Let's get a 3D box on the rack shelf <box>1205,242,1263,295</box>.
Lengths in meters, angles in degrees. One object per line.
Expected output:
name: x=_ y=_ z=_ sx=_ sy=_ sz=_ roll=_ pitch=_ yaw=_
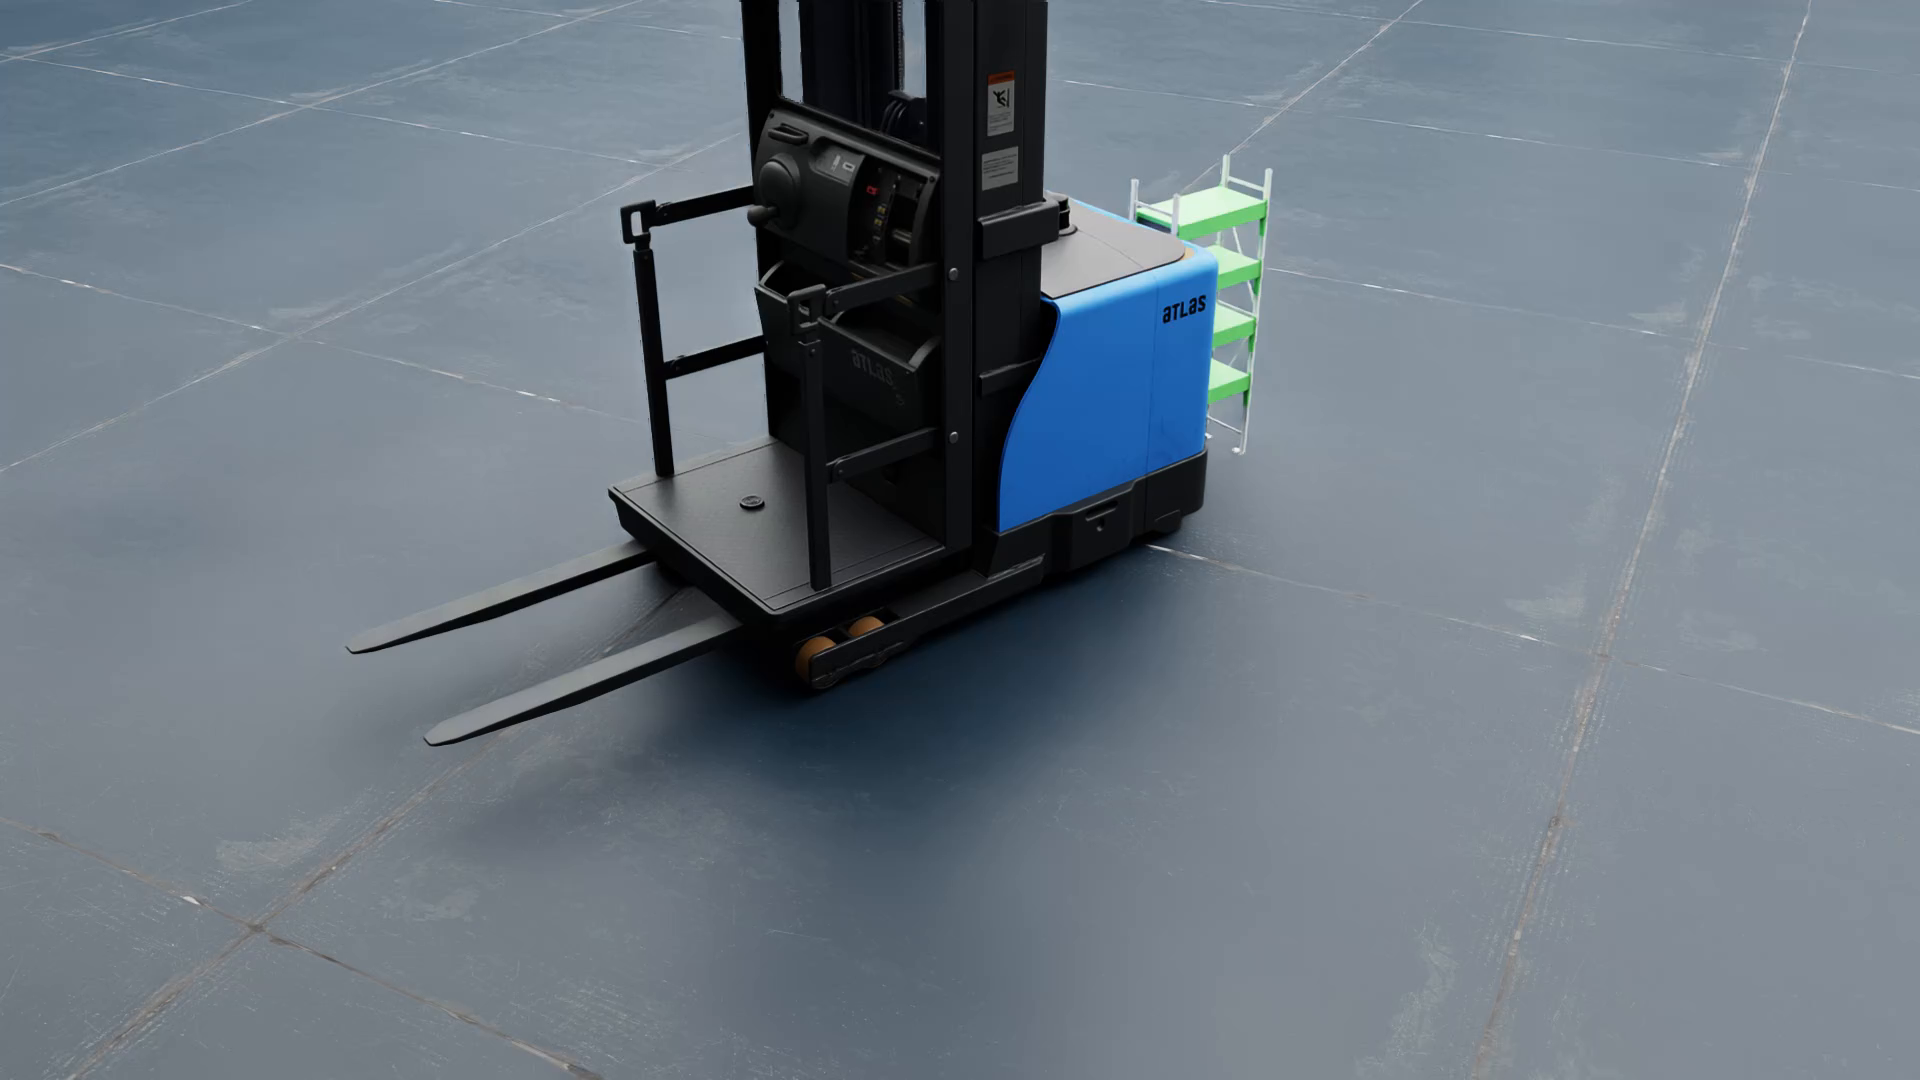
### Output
rack shelf: x=0.908 y=-0.999 z=6.432 sx=0.480 sy=0.148 sz=0.258 roll=-22 pitch=36 yaw=-33

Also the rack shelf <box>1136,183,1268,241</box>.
rack shelf: x=0.908 y=-1.208 z=6.312 sx=0.480 sy=0.148 sz=0.258 roll=-22 pitch=36 yaw=-33

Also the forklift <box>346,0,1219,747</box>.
forklift: x=-0.539 y=-1.085 z=5.195 sx=3.031 sy=2.935 sz=1.130 roll=-22 pitch=36 yaw=-33

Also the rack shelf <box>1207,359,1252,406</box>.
rack shelf: x=0.908 y=-0.583 z=6.671 sx=0.480 sy=0.148 sz=0.258 roll=-22 pitch=36 yaw=-33

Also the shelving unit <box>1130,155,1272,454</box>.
shelving unit: x=0.908 y=-0.847 z=6.520 sx=0.503 sy=1.200 sz=0.258 roll=-22 pitch=36 yaw=-33

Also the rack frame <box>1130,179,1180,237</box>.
rack frame: x=0.716 y=-0.771 z=6.388 sx=0.015 sy=1.200 sz=0.240 roll=-22 pitch=36 yaw=-33

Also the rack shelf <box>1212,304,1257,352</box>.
rack shelf: x=0.908 y=-0.791 z=6.551 sx=0.480 sy=0.148 sz=0.258 roll=-22 pitch=36 yaw=-33

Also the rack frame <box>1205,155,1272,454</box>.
rack frame: x=1.099 y=-0.922 z=6.651 sx=0.015 sy=1.200 sz=0.240 roll=-22 pitch=36 yaw=-33
